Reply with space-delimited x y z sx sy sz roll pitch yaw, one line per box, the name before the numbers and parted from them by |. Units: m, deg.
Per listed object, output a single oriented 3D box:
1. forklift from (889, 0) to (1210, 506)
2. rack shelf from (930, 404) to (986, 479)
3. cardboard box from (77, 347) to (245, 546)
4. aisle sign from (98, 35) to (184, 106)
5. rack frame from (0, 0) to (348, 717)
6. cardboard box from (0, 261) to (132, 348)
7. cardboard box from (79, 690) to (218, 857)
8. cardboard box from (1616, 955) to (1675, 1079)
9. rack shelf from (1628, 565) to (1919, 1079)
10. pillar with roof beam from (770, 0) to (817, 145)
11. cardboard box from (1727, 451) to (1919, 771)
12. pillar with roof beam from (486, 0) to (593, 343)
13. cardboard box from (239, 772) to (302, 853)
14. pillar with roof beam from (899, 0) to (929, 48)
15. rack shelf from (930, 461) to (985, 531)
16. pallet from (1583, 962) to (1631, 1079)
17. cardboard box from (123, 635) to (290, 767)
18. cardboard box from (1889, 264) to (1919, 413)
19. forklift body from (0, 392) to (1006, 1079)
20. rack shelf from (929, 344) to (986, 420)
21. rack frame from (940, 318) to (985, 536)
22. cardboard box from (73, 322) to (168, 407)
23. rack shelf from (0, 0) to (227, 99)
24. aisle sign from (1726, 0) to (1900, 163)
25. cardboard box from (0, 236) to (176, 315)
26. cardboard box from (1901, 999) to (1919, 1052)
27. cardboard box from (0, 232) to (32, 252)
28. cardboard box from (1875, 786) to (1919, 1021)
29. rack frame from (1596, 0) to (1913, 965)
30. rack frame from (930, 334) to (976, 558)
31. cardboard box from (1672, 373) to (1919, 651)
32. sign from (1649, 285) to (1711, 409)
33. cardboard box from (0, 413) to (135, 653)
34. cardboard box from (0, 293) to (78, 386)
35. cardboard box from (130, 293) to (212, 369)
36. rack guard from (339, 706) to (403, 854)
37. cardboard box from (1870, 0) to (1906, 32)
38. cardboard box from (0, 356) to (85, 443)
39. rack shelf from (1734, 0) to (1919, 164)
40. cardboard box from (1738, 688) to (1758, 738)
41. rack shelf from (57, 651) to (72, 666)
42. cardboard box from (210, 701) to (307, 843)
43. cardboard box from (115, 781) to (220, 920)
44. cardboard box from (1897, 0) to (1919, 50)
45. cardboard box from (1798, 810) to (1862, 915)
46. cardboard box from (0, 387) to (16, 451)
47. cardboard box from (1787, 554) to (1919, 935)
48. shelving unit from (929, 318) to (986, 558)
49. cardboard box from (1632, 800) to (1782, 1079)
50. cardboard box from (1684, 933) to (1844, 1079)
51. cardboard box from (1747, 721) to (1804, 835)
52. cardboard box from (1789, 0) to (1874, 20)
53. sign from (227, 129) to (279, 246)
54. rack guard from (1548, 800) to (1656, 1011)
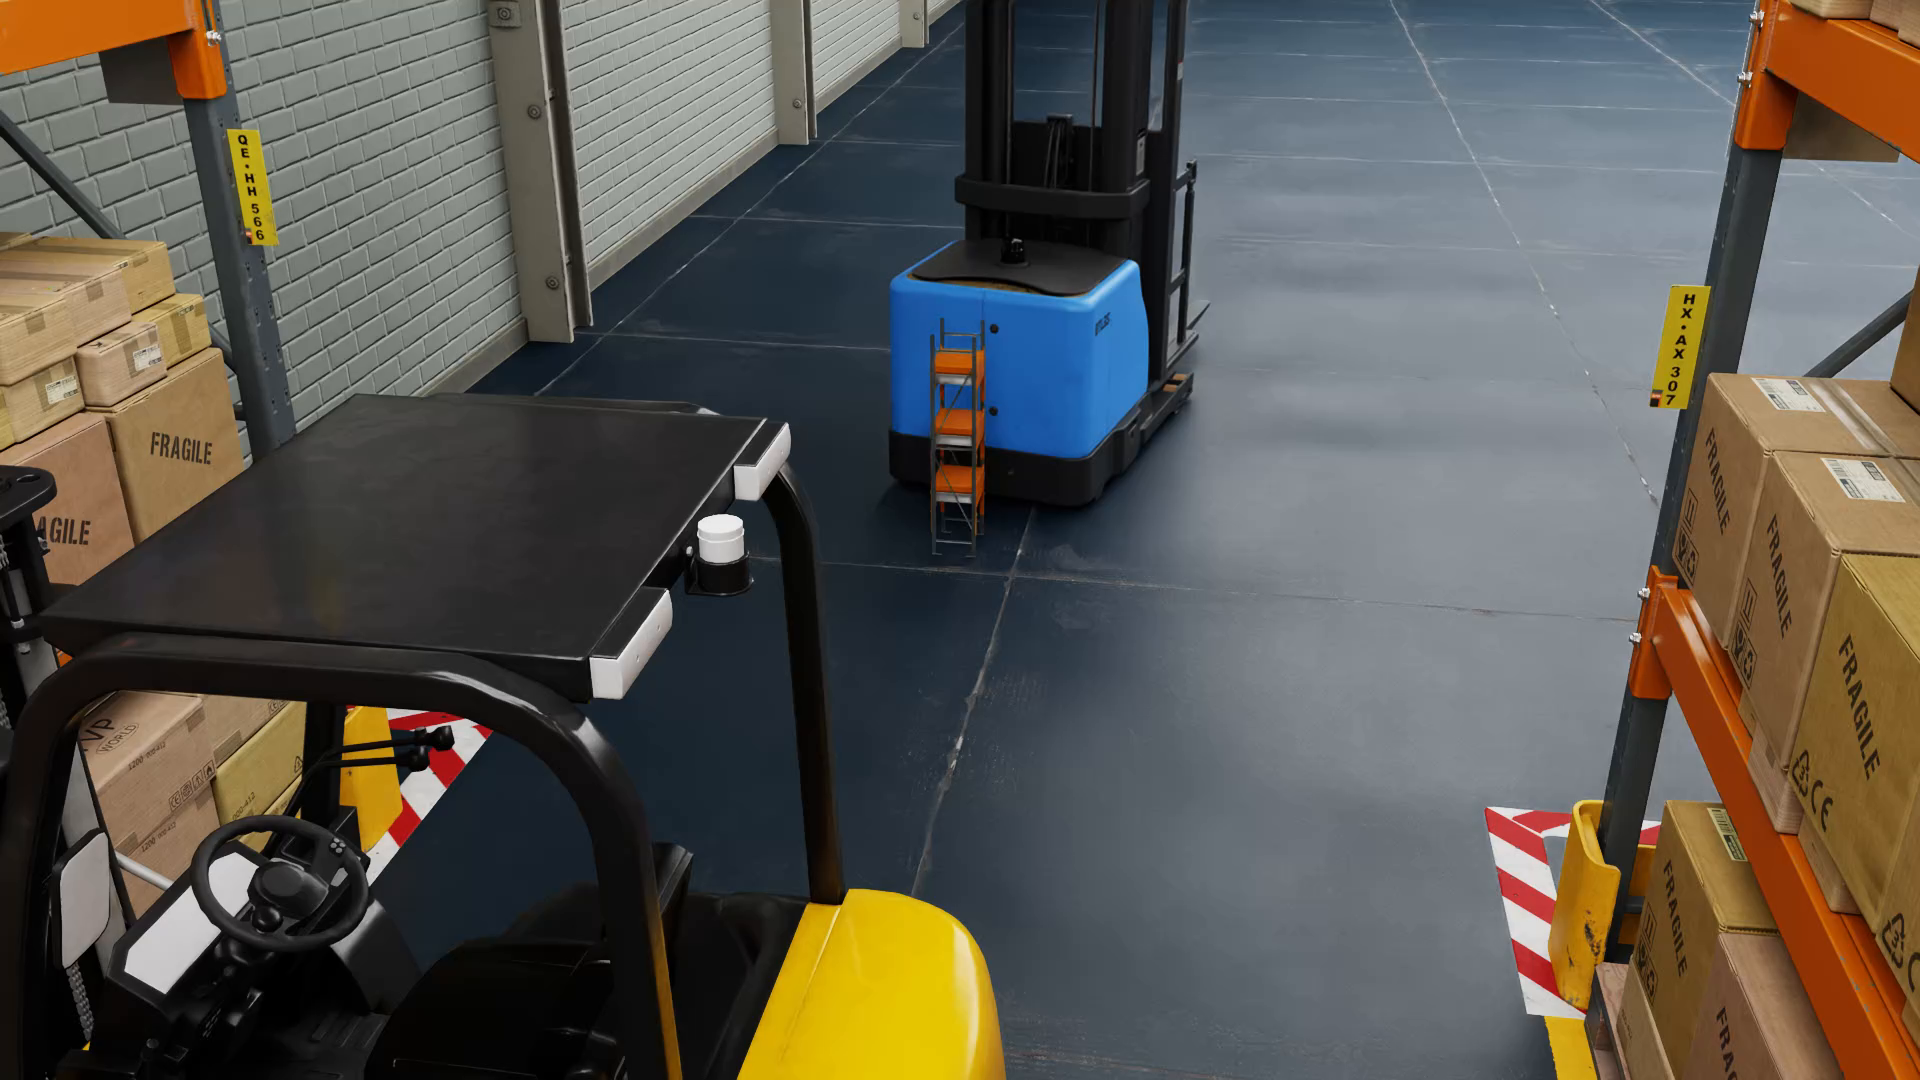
forklift | 0.677 -2.087 8.750 1.130 2.935 3.031 10 27 20
rack shelf | -0.009 -0.444 7.484 0.215 0.259 0.240 4 25 9
cardboard box | -2.348 -0.223 4.571 0.500 0.500 0.500 3 25 7
aisle sign | -2.226 -1.586 4.535 0.394 0.787 0.004 4 25 9
rack frame | -2.526 -0.402 5.070 1.000 3.000 0.127 4 25 9
cardboard box | -2.387 -0.606 4.272 0.380 0.149 0.250 4 25 9
cardboard box | -2.372 0.629 4.438 0.500 0.250 0.500 4 25 9
cardboard box | 1.967 1.314 4.153 0.500 0.250 0.500 4 25 8
rack shelf | 2.044 1.103 2.705 1.077 0.370 4.000 4 25 9
pillar with roof beam | 2.679 -7.611 13.395 9.100 9.000 0.400 4 25 9
cardboard box | 1.939 0.156 3.409 0.500 0.500 0.500 5 26 10
pillar with roof beam | 1.698 -5.101 8.034 9.100 9.000 0.400 4 25 9
cardboard box | -2.291 0.872 5.098 0.500 0.250 0.500 4 25 9
pillar with roof beam | 3.660 -10.120 18.756 9.100 9.000 0.400 4 25 9
rack shelf | -0.009 -0.192 7.602 0.215 0.259 0.240 4 25 9
pallet | 2.191 1.572 4.142 1.003 0.211 1.213 4 25 9
cardboard box | -2.294 0.415 4.895 0.500 0.250 0.500 5 26 10
cardboard box | 2.503 -0.464 3.554 0.700 0.500 0.500 3 25 7
forklift body | -1.036 0.902 3.286 2.313 2.155 1.214 4 25 9
rack shelf | -0.009 -0.701 7.364 0.215 0.259 0.240 4 25 9
rack frame | 0.011 -0.504 7.589 0.200 1.050 0.008 4 25 9
cardboard box | -2.319 -0.468 4.328 0.380 0.149 0.250 4 25 9
rack shelf | -2.853 -0.598 2.800 1.077 0.370 4.000 4 25 9
aisle sign | 2.076 -1.284 3.889 0.394 0.787 0.004 4 25 9
cardboard box | -2.377 -0.711 4.497 0.380 0.149 0.250 4 25 9
cardboard box | 1.809 0.830 2.734 0.380 0.149 0.250 3 25 7
cardboard box | -2.792 -0.750 4.580 0.380 0.149 0.250 4 25 8
cardboard box | 1.782 0.583 2.498 0.500 0.500 0.500 4 25 7
rack frame | 2.371 -0.060 4.339 1.000 3.000 0.127 4 25 9
rack frame | -0.029 -0.402 7.371 0.200 1.050 0.008 4 25 9
cardboard box | 2.020 -0.061 3.873 0.500 0.500 0.500 4 25 8
sign | 1.836 -0.489 4.236 0.100 0.325 0.005 4 25 9
cardboard box | -2.442 -0.007 4.108 0.500 0.500 0.500 5 26 10
cardboard box | -2.403 -0.495 4.035 0.380 0.149 0.250 5 25 10
cardboard box | -2.307 -0.577 4.560 0.380 0.149 0.250 4 25 9
rack guard | -2.522 0.720 5.622 1.175 0.500 0.348 4 25 9
cardboard box | 2.042 -1.072 3.260 0.380 0.149 0.250 3 25 7
cardboard box | -2.422 -0.363 4.105 0.380 0.149 0.250 4 25 10
rack shelf | 2.044 -0.256 2.069 1.077 0.370 4.000 4 25 9
cardboard box | 1.961 0.394 3.667 0.380 0.149 0.250 3 25 7
rack shelf | -2.853 0.760 3.436 1.077 0.370 4.000 4 25 9
cardboard box | -2.297 0.652 4.977 0.500 0.250 0.500 4 25 8
cardboard box | -2.390 0.861 4.531 0.500 0.250 0.500 4 25 8
cardboard box | 1.965 -0.964 3.029 0.380 0.149 0.250 5 25 10
cardboard box | 1.865 0.607 3.211 0.380 0.149 0.250 5 25 10
cardboard box | -2.474 -0.261 3.885 0.380 0.149 0.250 4 25 8
cardboard box | 1.857 0.369 2.954 0.500 0.500 0.500 4 25 7
shelving unit | -0.009 -0.453 7.480 0.215 1.050 0.252 4 25 9
cardboard box | 1.963 0.984 3.973 0.500 0.500 0.500 3 25 7
cardboard box | 1.882 1.203 3.505 0.500 0.500 0.500 3 25 7
cardboard box | 1.874 0.497 3.447 0.380 0.149 0.250 4 25 9
cardboard box | 1.997 -1.188 3.508 0.380 0.149 0.250 4 25 9
sign | -1.993 -0.990 4.682 0.100 0.325 0.005 4 25 9
rack guard | 2.359 1.104 4.801 1.175 0.500 0.348 4 25 9
